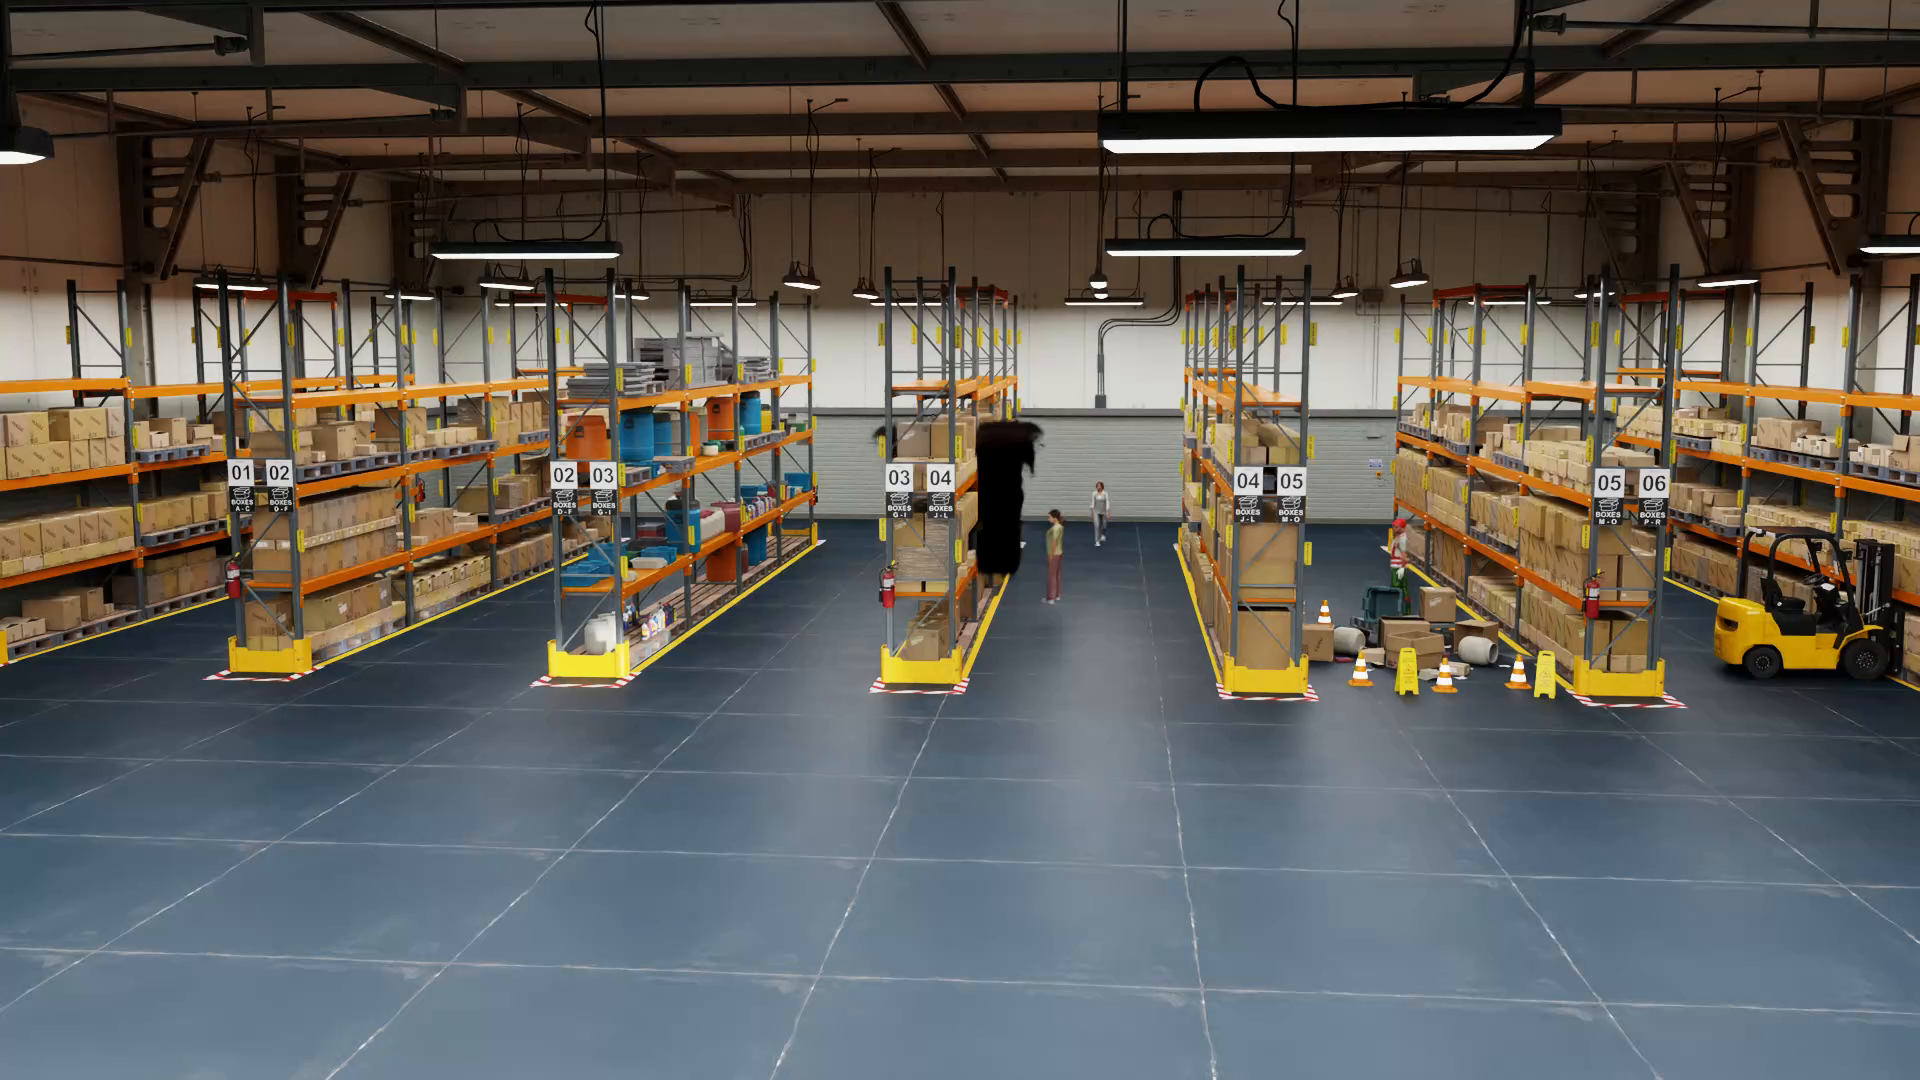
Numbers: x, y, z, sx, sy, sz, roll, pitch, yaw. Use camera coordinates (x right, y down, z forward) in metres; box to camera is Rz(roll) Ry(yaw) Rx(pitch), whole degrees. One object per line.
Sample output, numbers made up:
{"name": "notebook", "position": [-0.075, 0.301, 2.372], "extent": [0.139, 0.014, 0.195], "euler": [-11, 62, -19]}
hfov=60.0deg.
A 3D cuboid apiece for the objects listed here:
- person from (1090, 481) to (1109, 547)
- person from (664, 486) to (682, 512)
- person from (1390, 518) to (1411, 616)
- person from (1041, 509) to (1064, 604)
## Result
{"name": "person", "position": [3.364, -0.650, 40.099], "extent": [0.460, 1.556, 0.796], "euler": [0, 7, 1]}
{"name": "person", "position": [-6.412, -0.418, 37.676], "extent": [0.628, 1.628, 1.028], "euler": [1, 7, 5]}
{"name": "person", "position": [7.872, 0.505, 29.813], "extent": [0.445, 1.797, 0.572], "euler": [4, 8, 32]}
{"name": "person", "position": [1.654, 0.284, 29.602], "extent": [0.413, 1.683, 0.465], "euler": [2, 7, 13]}
